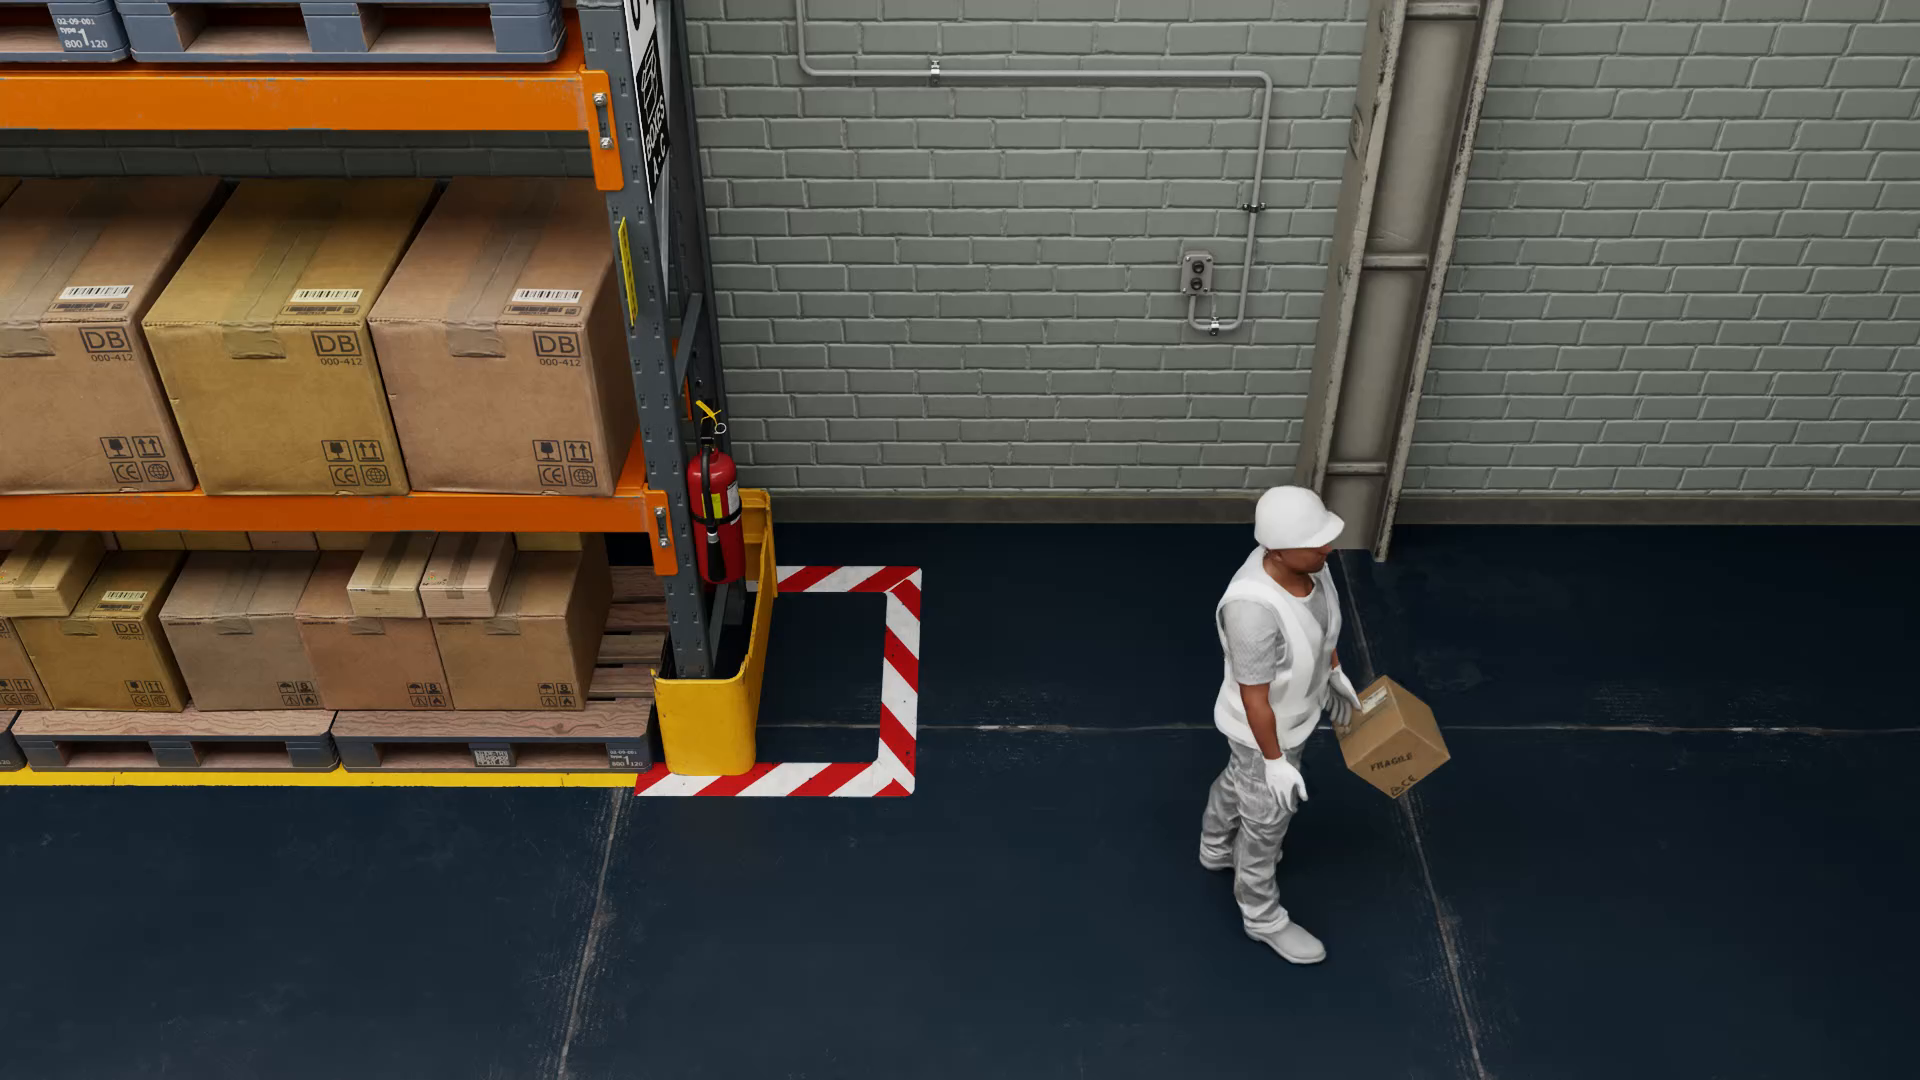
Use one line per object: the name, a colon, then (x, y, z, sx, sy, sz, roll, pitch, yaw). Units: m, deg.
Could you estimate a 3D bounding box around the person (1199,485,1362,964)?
person: (1.088, 0.592, 5.407, 0.574, 1.790, 0.603, 18, 43, 21)
